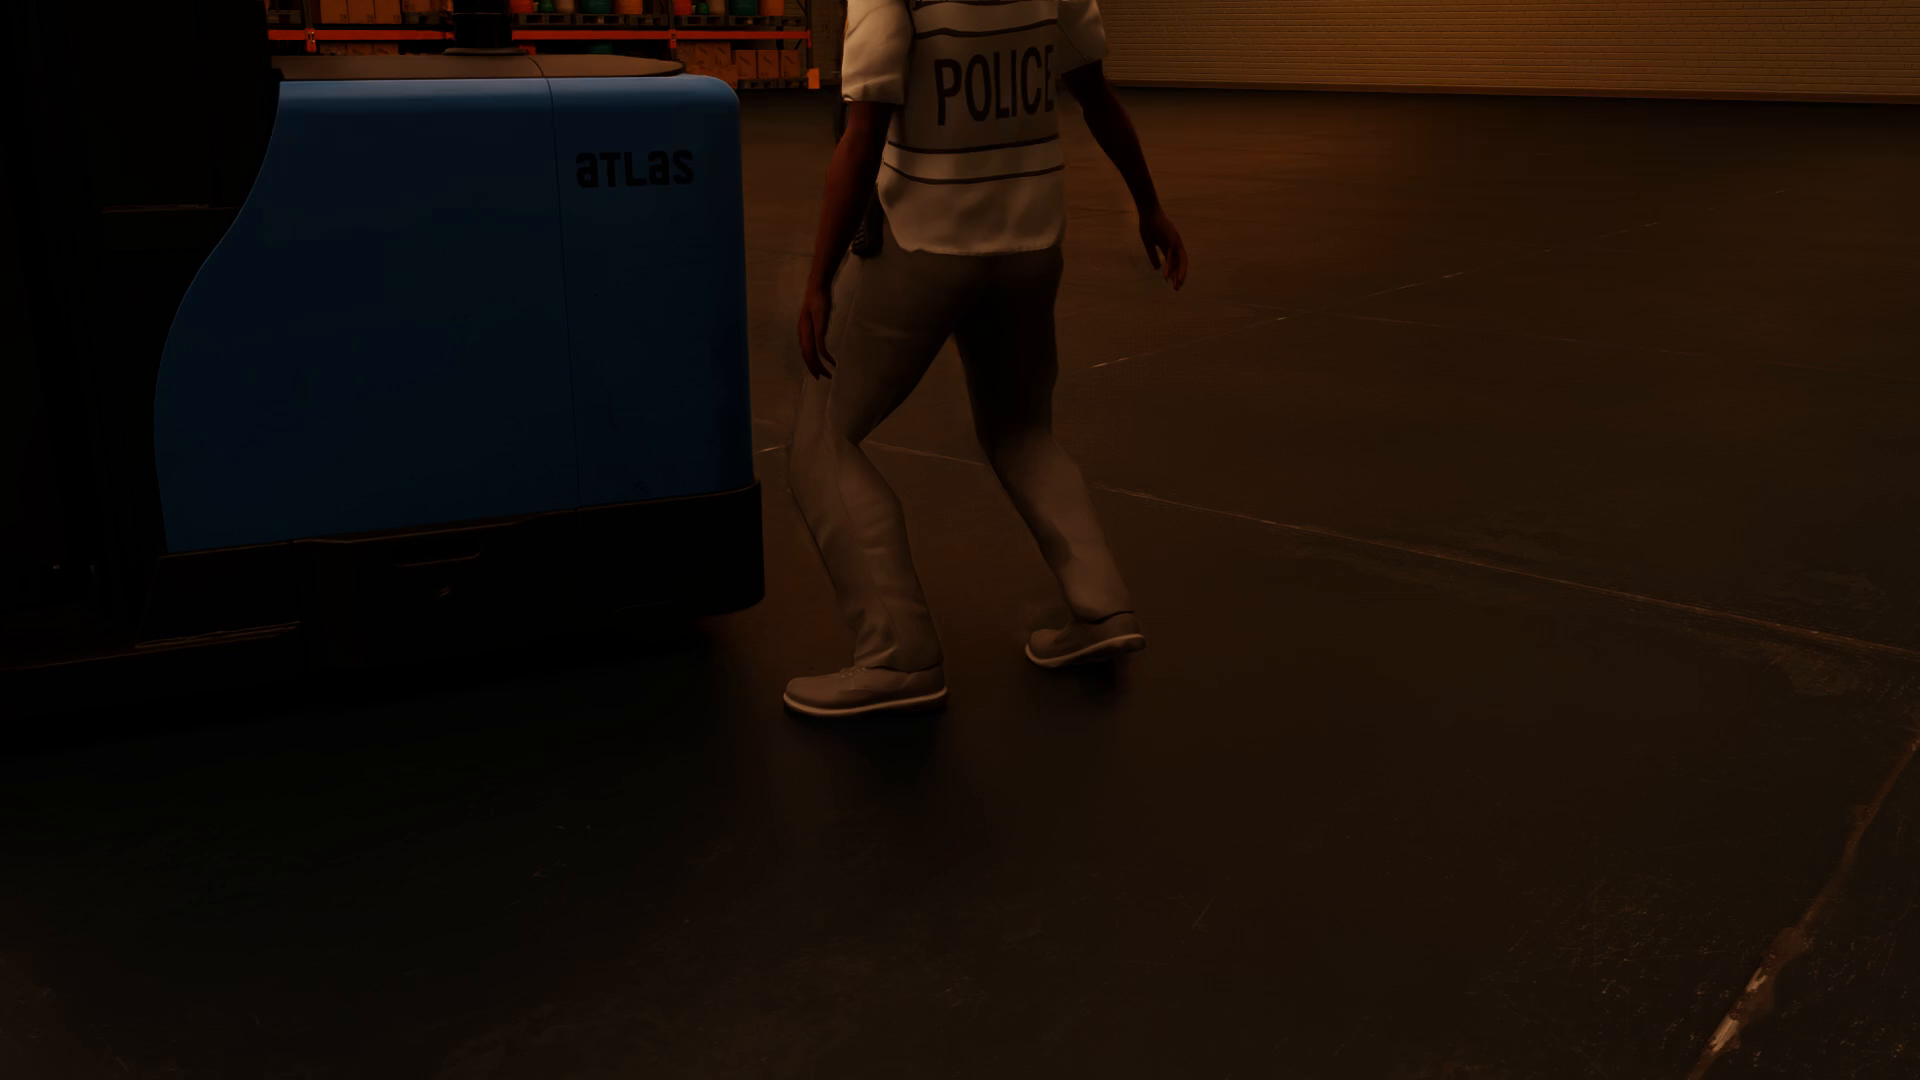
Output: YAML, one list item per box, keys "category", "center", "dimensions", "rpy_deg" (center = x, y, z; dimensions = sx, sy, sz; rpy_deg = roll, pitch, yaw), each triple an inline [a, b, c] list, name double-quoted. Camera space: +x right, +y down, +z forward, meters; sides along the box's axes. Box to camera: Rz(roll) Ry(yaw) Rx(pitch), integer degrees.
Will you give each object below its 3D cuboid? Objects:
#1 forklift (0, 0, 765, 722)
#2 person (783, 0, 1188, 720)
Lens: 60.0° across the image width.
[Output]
- category: "forklift"
  center: [-1.953, -1.164, 2.729]
  dimensions: [3.031, 2.935, 1.130]
  rpy_deg: [-7, 18, -23]
- category: "person"
  center: [0.060, -0.504, 2.900]
  dimensions: [0.817, 1.592, 0.466]
  rpy_deg: [-12, 20, -34]
